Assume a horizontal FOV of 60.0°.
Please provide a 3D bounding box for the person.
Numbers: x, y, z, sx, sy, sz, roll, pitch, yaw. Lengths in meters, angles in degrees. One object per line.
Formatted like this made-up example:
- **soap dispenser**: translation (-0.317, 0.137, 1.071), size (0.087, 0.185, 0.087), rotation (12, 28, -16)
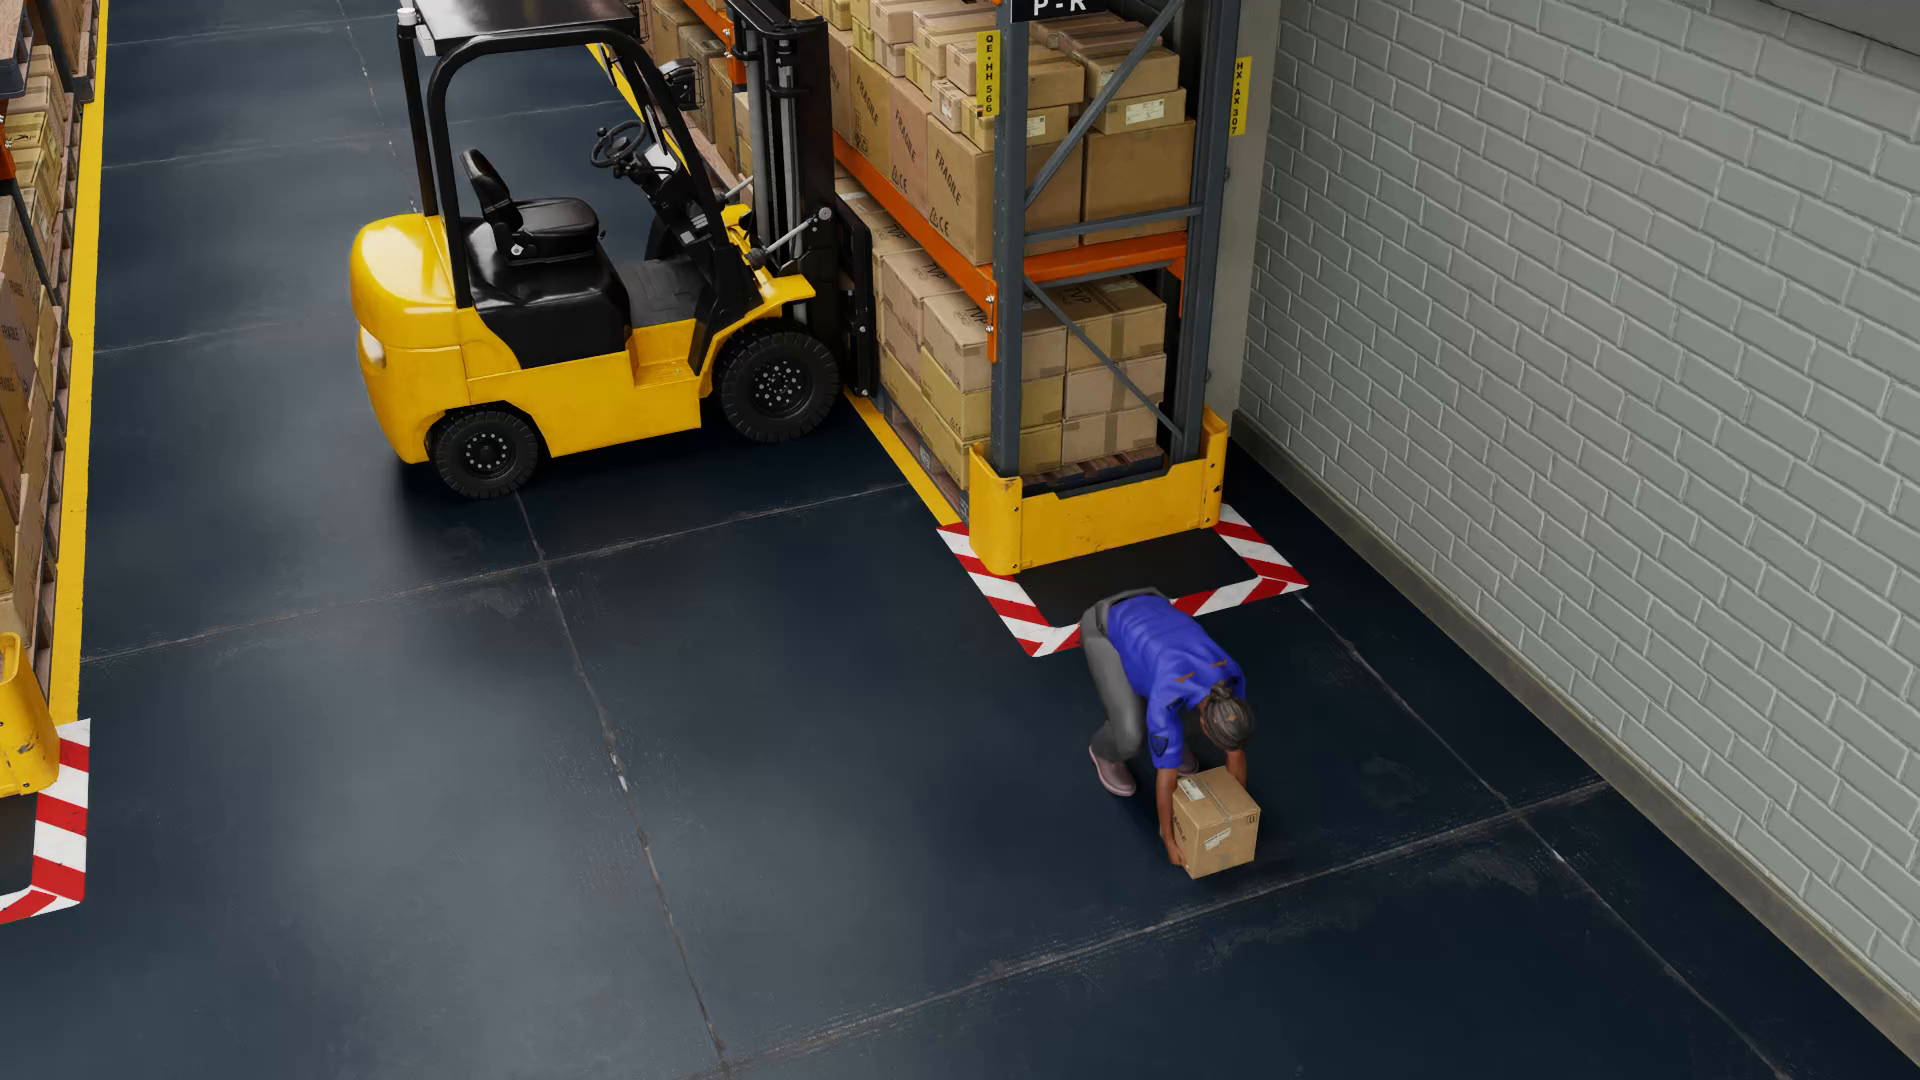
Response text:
- **person**: translation (0.760, 0.636, 6.028), size (0.468, 0.775, 0.873), rotation (-14, 36, -20)
